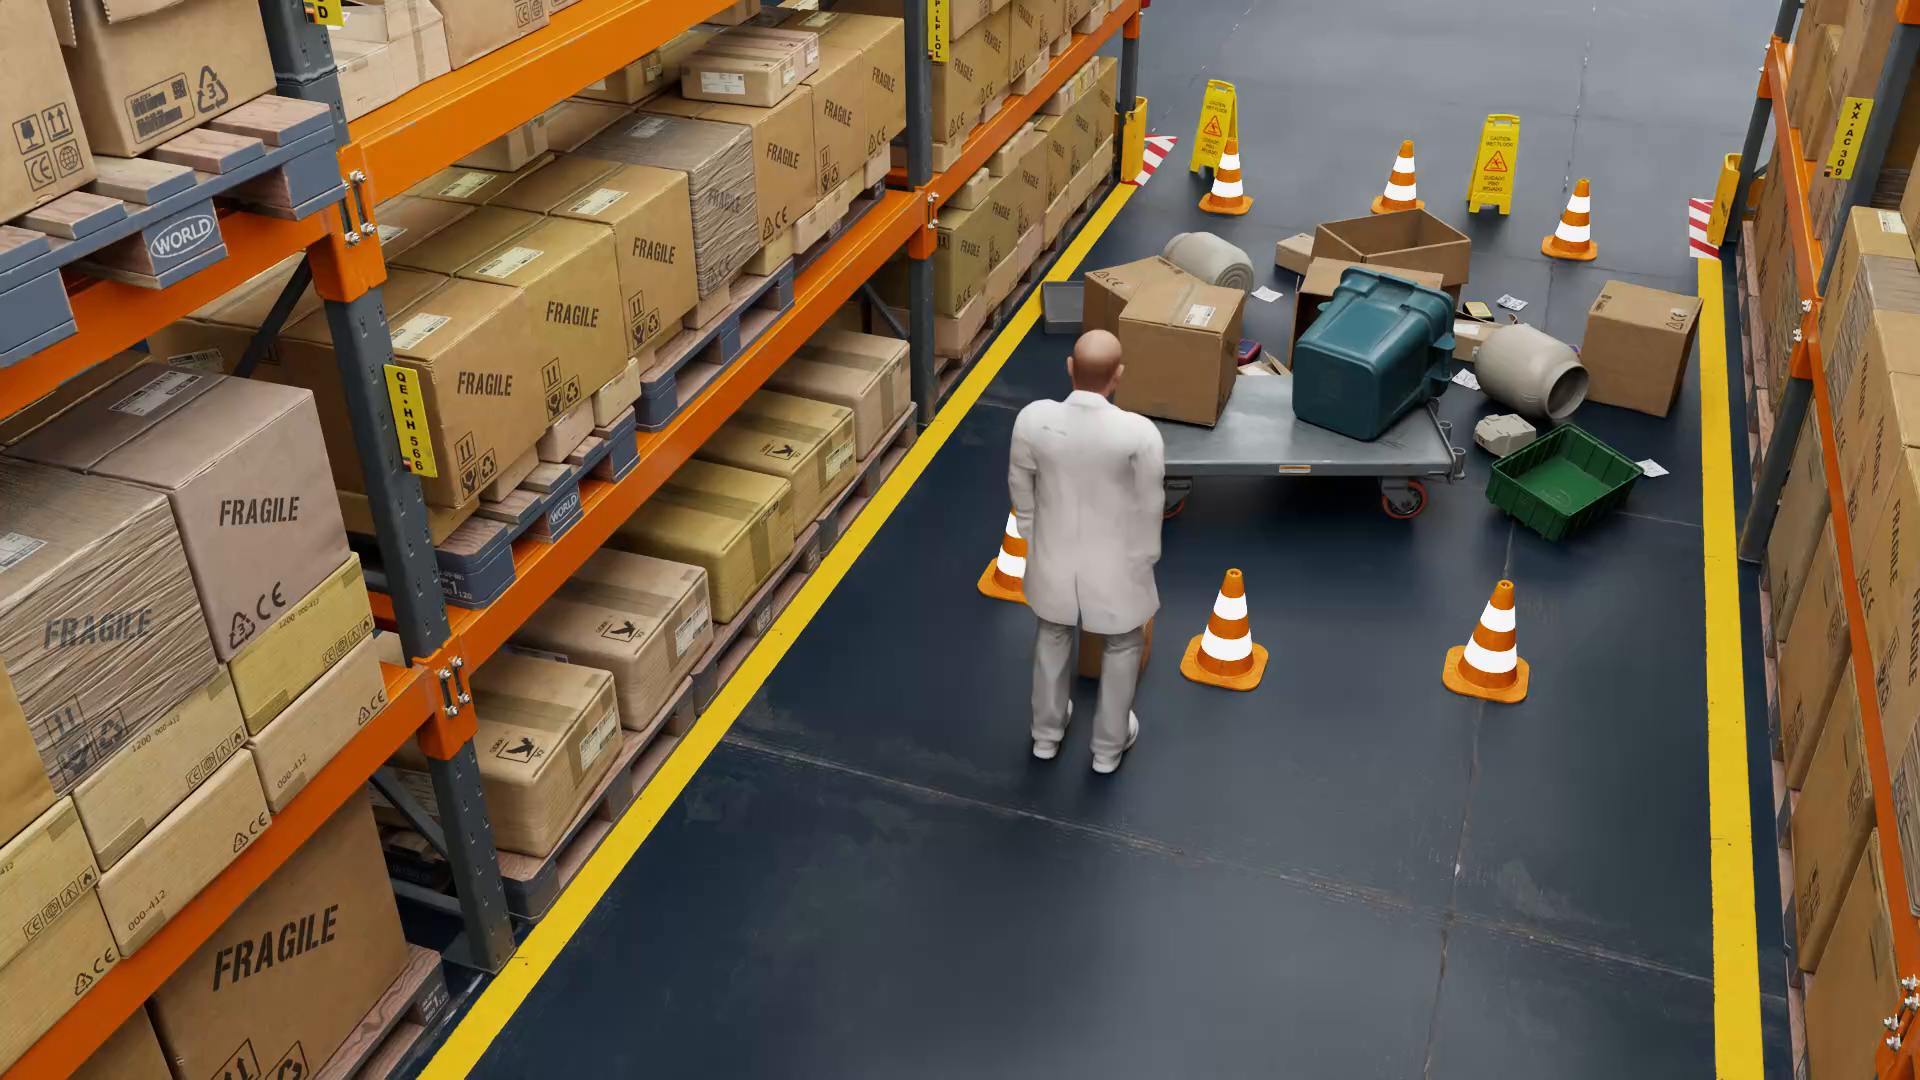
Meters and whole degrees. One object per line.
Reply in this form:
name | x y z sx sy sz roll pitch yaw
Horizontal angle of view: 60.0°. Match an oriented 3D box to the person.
person | 0.458 0.052 6.106 0.579 1.752 0.390 12 35 18
